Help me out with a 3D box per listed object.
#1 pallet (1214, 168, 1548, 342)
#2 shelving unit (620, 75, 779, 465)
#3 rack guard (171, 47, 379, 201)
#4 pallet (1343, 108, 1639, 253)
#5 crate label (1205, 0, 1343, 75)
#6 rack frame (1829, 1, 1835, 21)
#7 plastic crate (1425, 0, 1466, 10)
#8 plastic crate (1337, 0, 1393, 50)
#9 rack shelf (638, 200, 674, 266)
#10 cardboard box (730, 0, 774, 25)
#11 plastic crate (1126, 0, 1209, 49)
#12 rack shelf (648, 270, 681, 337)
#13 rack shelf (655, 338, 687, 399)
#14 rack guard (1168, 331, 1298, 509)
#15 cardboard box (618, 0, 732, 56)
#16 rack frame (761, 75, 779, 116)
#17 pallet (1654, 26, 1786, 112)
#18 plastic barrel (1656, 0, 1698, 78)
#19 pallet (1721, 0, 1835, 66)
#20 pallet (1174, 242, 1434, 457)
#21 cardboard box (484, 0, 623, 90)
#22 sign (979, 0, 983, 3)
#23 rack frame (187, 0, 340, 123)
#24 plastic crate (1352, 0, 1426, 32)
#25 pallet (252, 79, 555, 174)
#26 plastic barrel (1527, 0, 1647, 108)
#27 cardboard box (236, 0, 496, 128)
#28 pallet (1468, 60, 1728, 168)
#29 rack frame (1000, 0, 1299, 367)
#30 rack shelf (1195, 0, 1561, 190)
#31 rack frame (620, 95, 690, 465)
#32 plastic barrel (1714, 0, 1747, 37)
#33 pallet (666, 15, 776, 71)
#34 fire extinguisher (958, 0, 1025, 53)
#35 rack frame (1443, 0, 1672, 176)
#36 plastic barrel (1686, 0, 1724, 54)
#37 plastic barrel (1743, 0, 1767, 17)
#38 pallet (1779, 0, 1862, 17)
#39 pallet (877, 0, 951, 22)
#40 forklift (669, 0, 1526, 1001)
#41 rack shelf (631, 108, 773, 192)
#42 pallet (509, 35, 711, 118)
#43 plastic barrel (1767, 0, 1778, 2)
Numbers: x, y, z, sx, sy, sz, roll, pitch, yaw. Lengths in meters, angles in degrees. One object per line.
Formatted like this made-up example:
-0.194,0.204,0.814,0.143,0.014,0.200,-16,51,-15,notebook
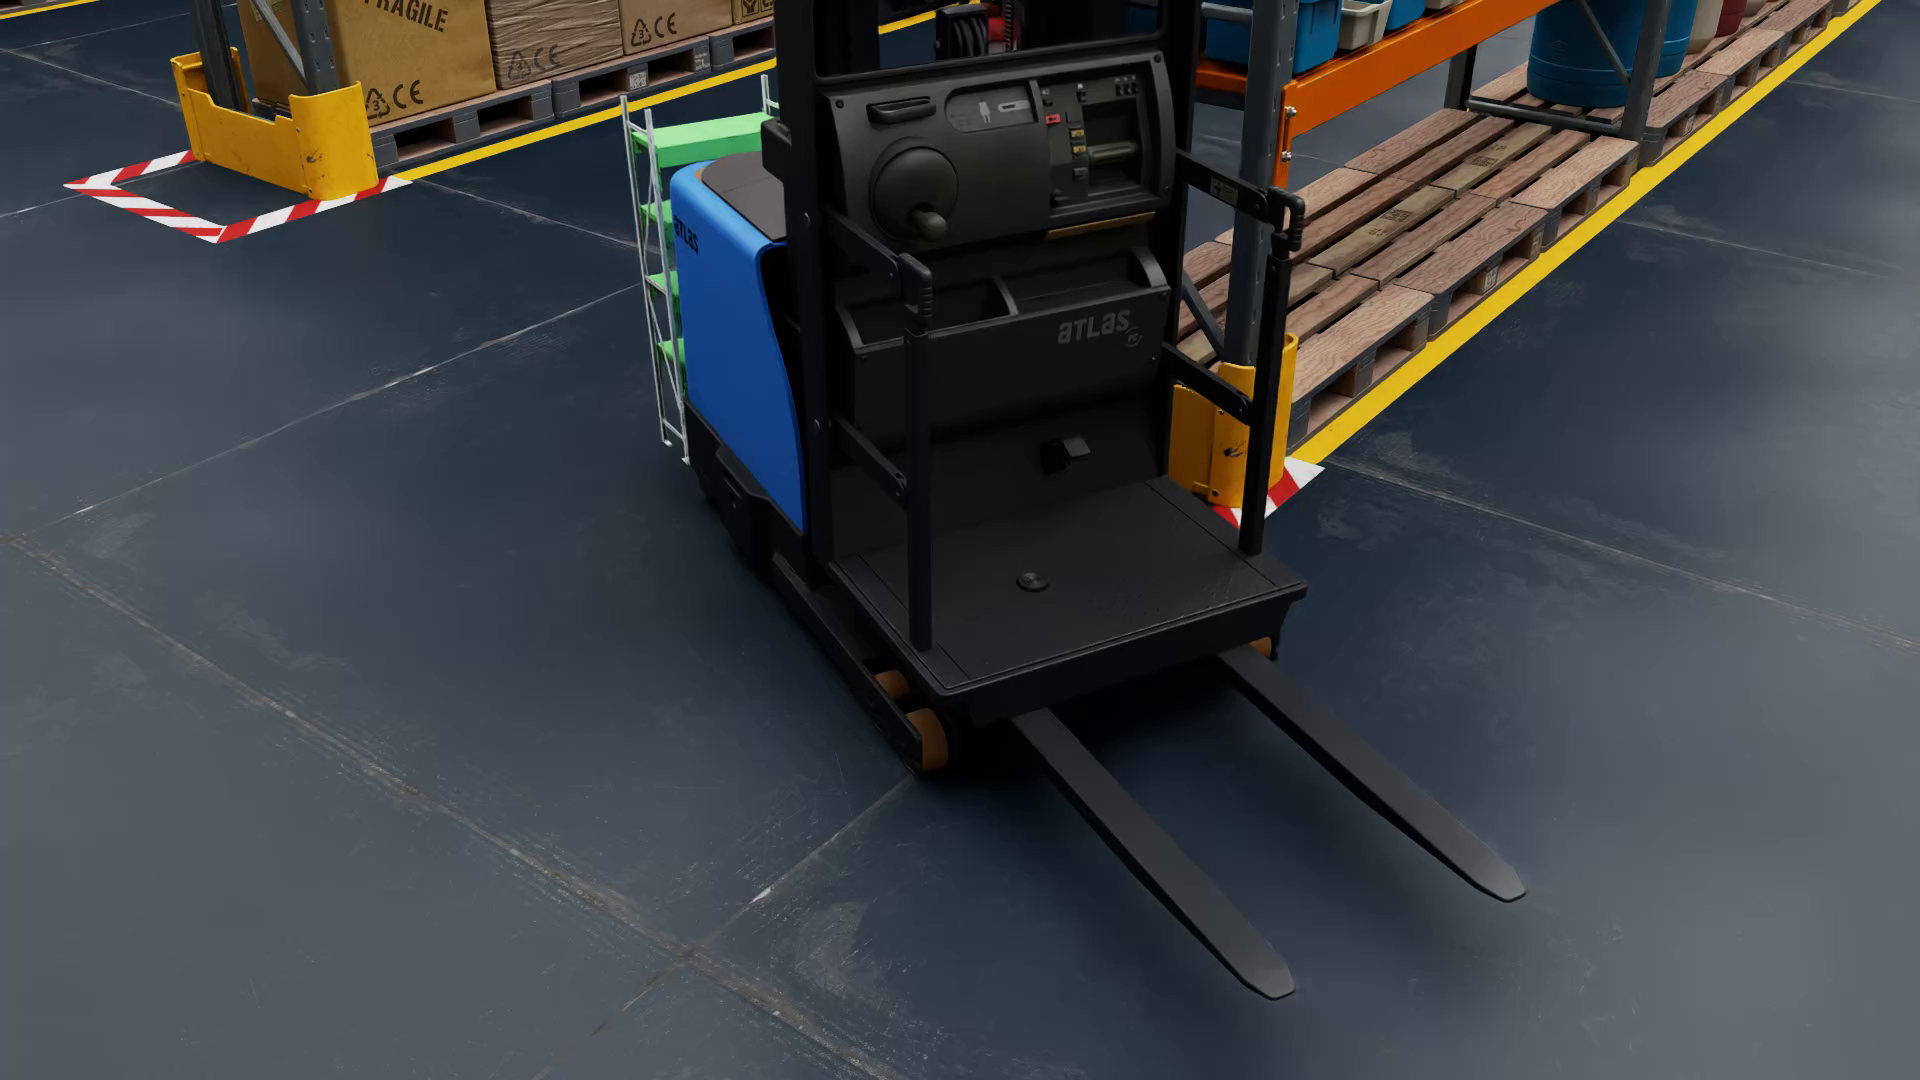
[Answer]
1.818,-1.260,7.170,1.003,0.211,1.213,21,37,31,pallet
-0.784,-0.895,5.569,0.503,1.200,0.258,-16,31,-26,shelving unit
-3.411,-2.082,8.273,1.175,0.500,0.348,21,37,31,rack guard
2.554,-1.758,8.010,1.003,0.211,1.213,21,37,31,pallet
0.964,-1.596,5.106,0.416,0.233,0.303,21,37,31,crate label
5.381,-4.895,10.567,1.000,3.000,0.127,21,37,31,rack frame
1.633,-1.935,5.773,0.250,0.136,0.298,21,37,31,plastic crate
1.223,-1.659,5.307,0.250,0.136,0.298,21,37,31,plastic crate
-0.790,-1.051,5.487,0.480,0.148,0.258,-16,31,-26,rack shelf
-1.444,-3.816,10.419,0.875,0.875,0.875,21,37,31,cardboard box
0.606,-1.878,5.382,0.616,0.435,0.499,21,37,31,plastic crate
-0.782,-0.839,5.599,0.480,0.148,0.258,-16,31,-26,rack shelf
-0.775,-0.626,5.710,0.480,0.148,0.258,-16,31,-26,rack shelf
0.548,-0.554,5.694,1.175,0.500,0.348,21,37,31,rack guard
-1.987,-3.450,9.802,0.875,0.875,0.875,21,37,31,cardboard box
-0.573,-0.958,5.674,0.015,1.200,0.240,-16,31,-26,rack frame
4.202,-2.868,9.882,1.003,0.211,1.213,21,37,31,pallet
3.736,-3.050,9.101,0.600,0.901,0.708,21,37,31,plastic barrel
4.939,-3.362,10.715,1.003,0.211,1.213,21,37,31,pallet
1.081,-0.767,6.336,1.003,0.211,1.213,21,37,31,pallet
-2.525,-3.088,9.191,0.875,0.875,0.875,21,37,31,cardboard box
0.104,-1.876,5.313,0.100,0.325,0.005,21,37,31,sign
-3.396,-3.167,7.652,1.000,3.000,0.127,21,37,31,rack frame
1.361,-1.863,5.557,0.416,0.233,0.300,21,37,31,plastic crate
-2.976,-2.317,8.952,1.003,0.211,1.213,21,37,31,pallet
3.309,-2.763,8.616,0.600,0.901,0.708,21,37,31,plastic barrel
-3.074,-2.719,8.567,0.875,0.875,0.875,21,37,31,cardboard box
3.466,-2.370,9.042,1.003,0.211,1.213,21,37,31,pallet
0.552,-1.643,5.080,1.000,3.000,0.127,21,37,31,rack frame
1.760,-2.146,6.635,1.077,0.370,4.000,21,37,31,rack shelf
-0.995,-0.833,5.464,0.015,1.200,0.240,-16,31,-26,rack frame
4.418,-3.375,9.956,0.600,0.588,0.708,21,37,31,plastic barrel
-1.503,-3.308,10.626,1.003,0.211,1.213,21,37,31,pallet
0.099,-1.528,5.327,0.296,0.674,0.183,21,37,31,fire extinguisher
2.967,-3.269,7.823,1.000,3.000,0.127,21,37,31,rack frame
4.148,-3.085,9.541,0.421,0.512,0.421,0,31,0,plastic barrel
4.830,-3.544,10.316,0.421,0.512,0.421,0,31,0,plastic barrel
5.880,-3.998,11.789,1.003,0.211,1.213,21,37,31,pallet
-0.576,-3.930,11.675,1.003,0.211,1.213,21,37,31,pallet
0.220,-0.925,3.936,1.130,2.935,3.031,-15,34,-23,forklift
-0.797,-1.264,5.376,0.480,0.148,0.258,-16,31,-26,rack shelf
-2.239,-2.810,9.785,1.003,0.211,1.213,21,37,31,pallet
5.100,-3.938,10.669,0.600,0.830,0.708,21,37,31,plastic barrel
